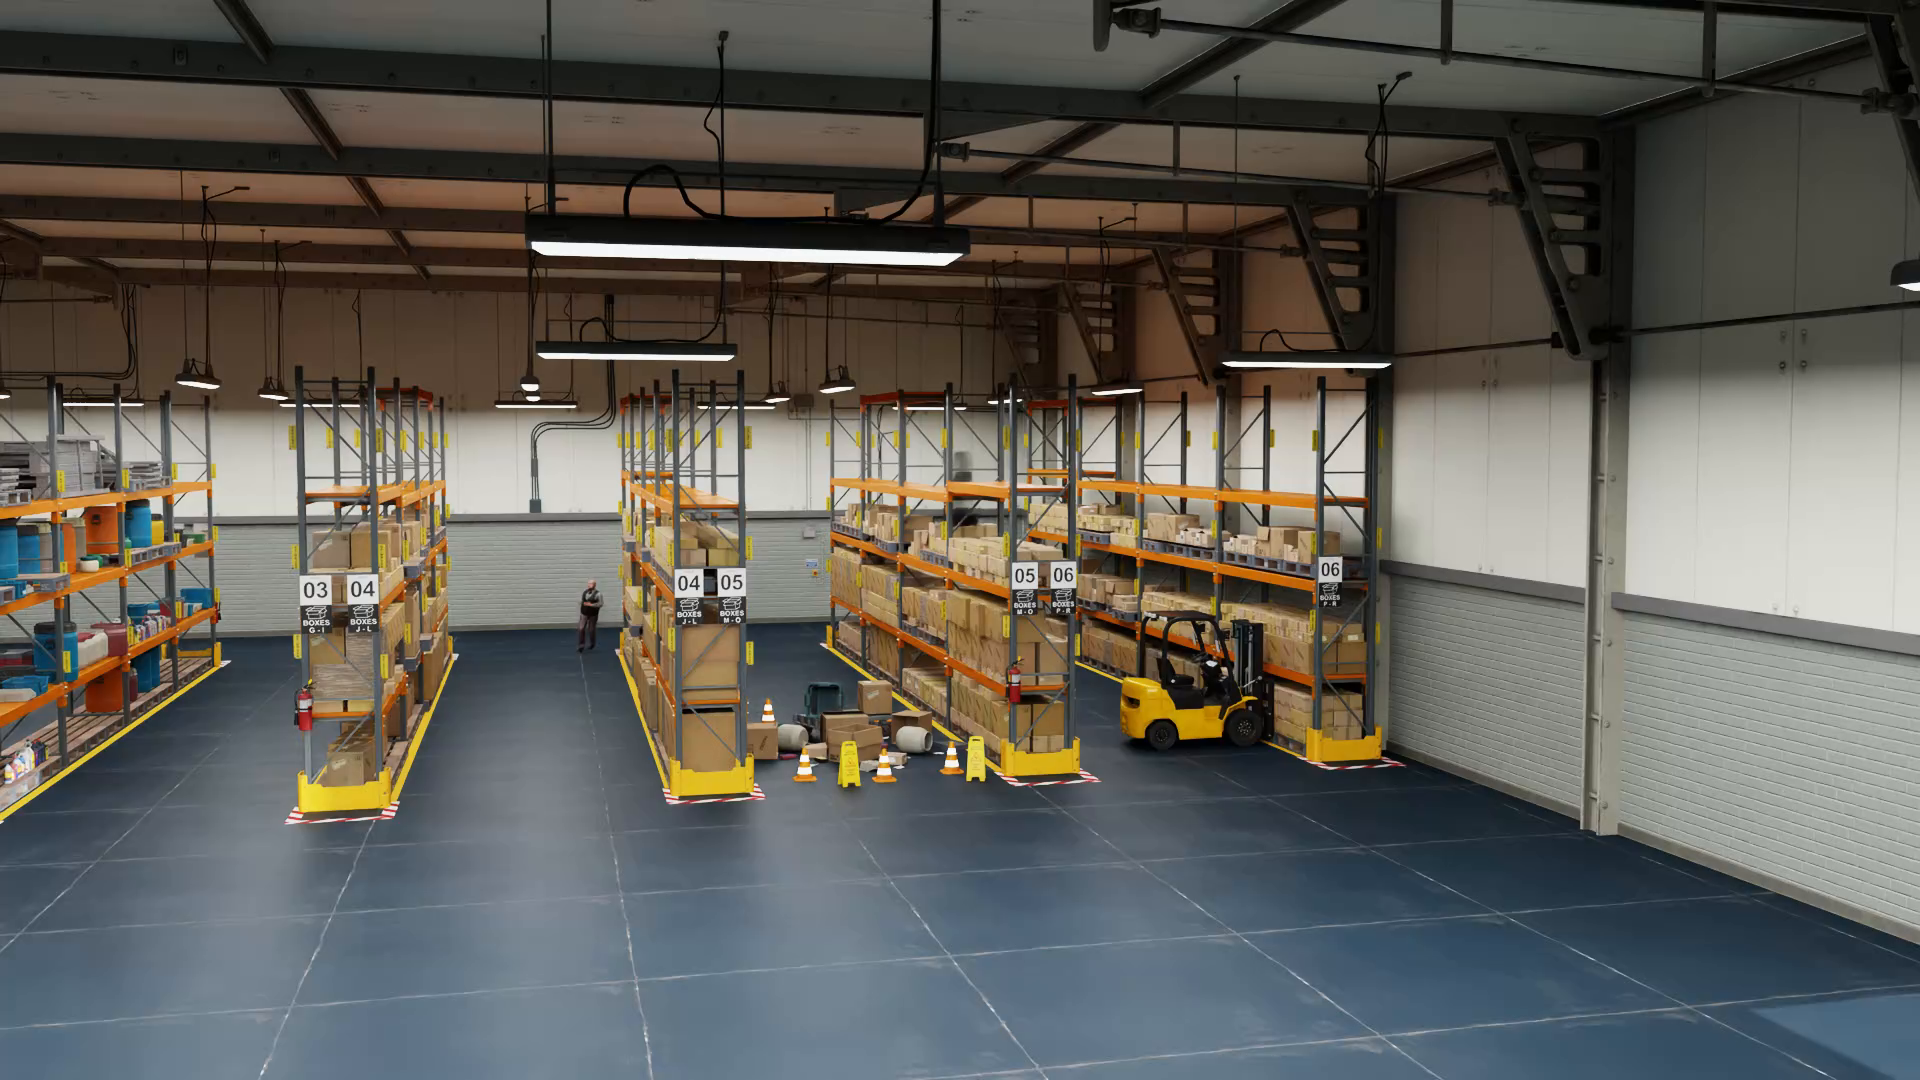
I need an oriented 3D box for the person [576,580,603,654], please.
[{"bbox_3d":[-8.702,1.825,39.377,0.649,1.785,0.743,1,3,11],"label":"person"}]
